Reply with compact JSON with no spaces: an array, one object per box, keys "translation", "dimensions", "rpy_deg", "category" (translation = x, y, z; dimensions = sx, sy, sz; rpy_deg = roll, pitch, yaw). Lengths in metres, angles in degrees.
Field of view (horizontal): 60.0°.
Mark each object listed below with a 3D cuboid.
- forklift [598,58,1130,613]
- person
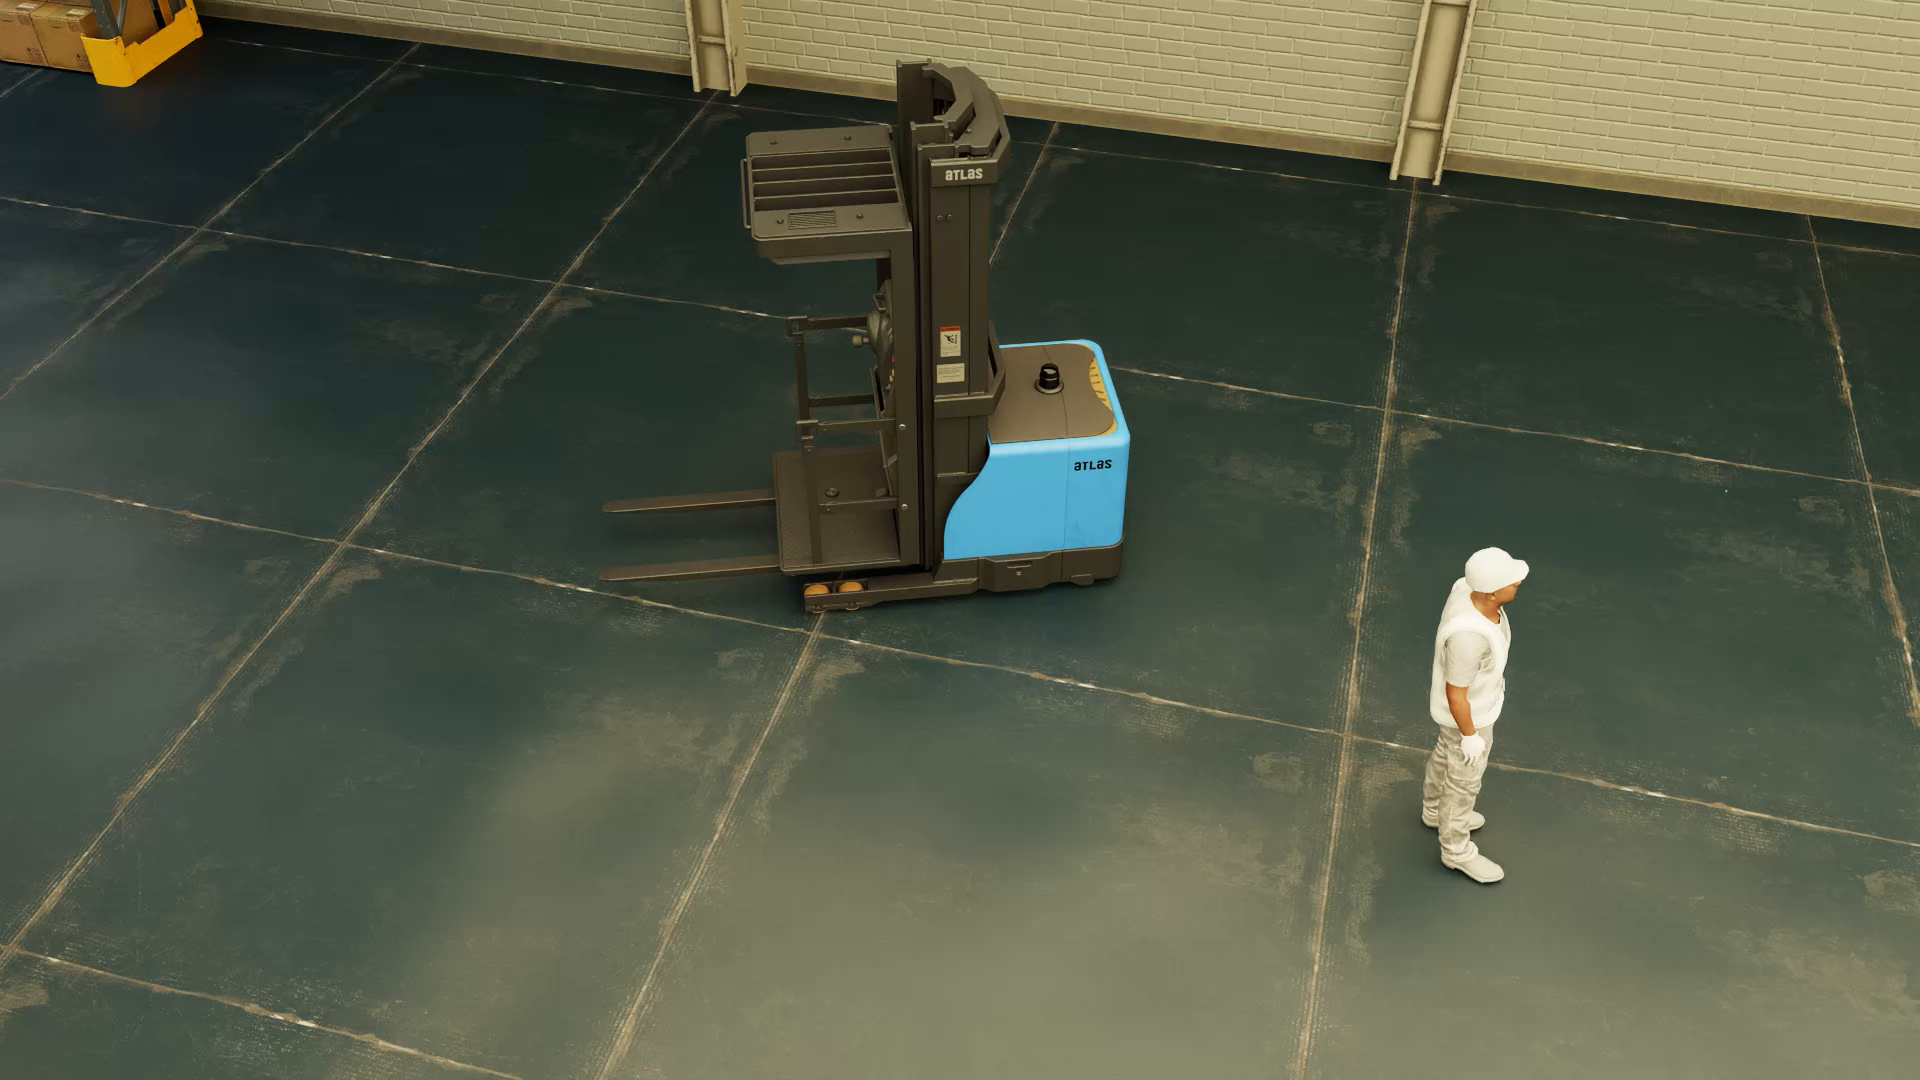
[{"translation":[-0.604,-1.052,9.062],"dimensions":[3.031,2.935,1.130],"rpy_deg":[-5,41,-5],"category":"forklift"},{"translation":[2.466,0.780,7.835],"dimensions":[0.577,1.777,0.656],"rpy_deg":[12,43,13],"category":"person"}]
